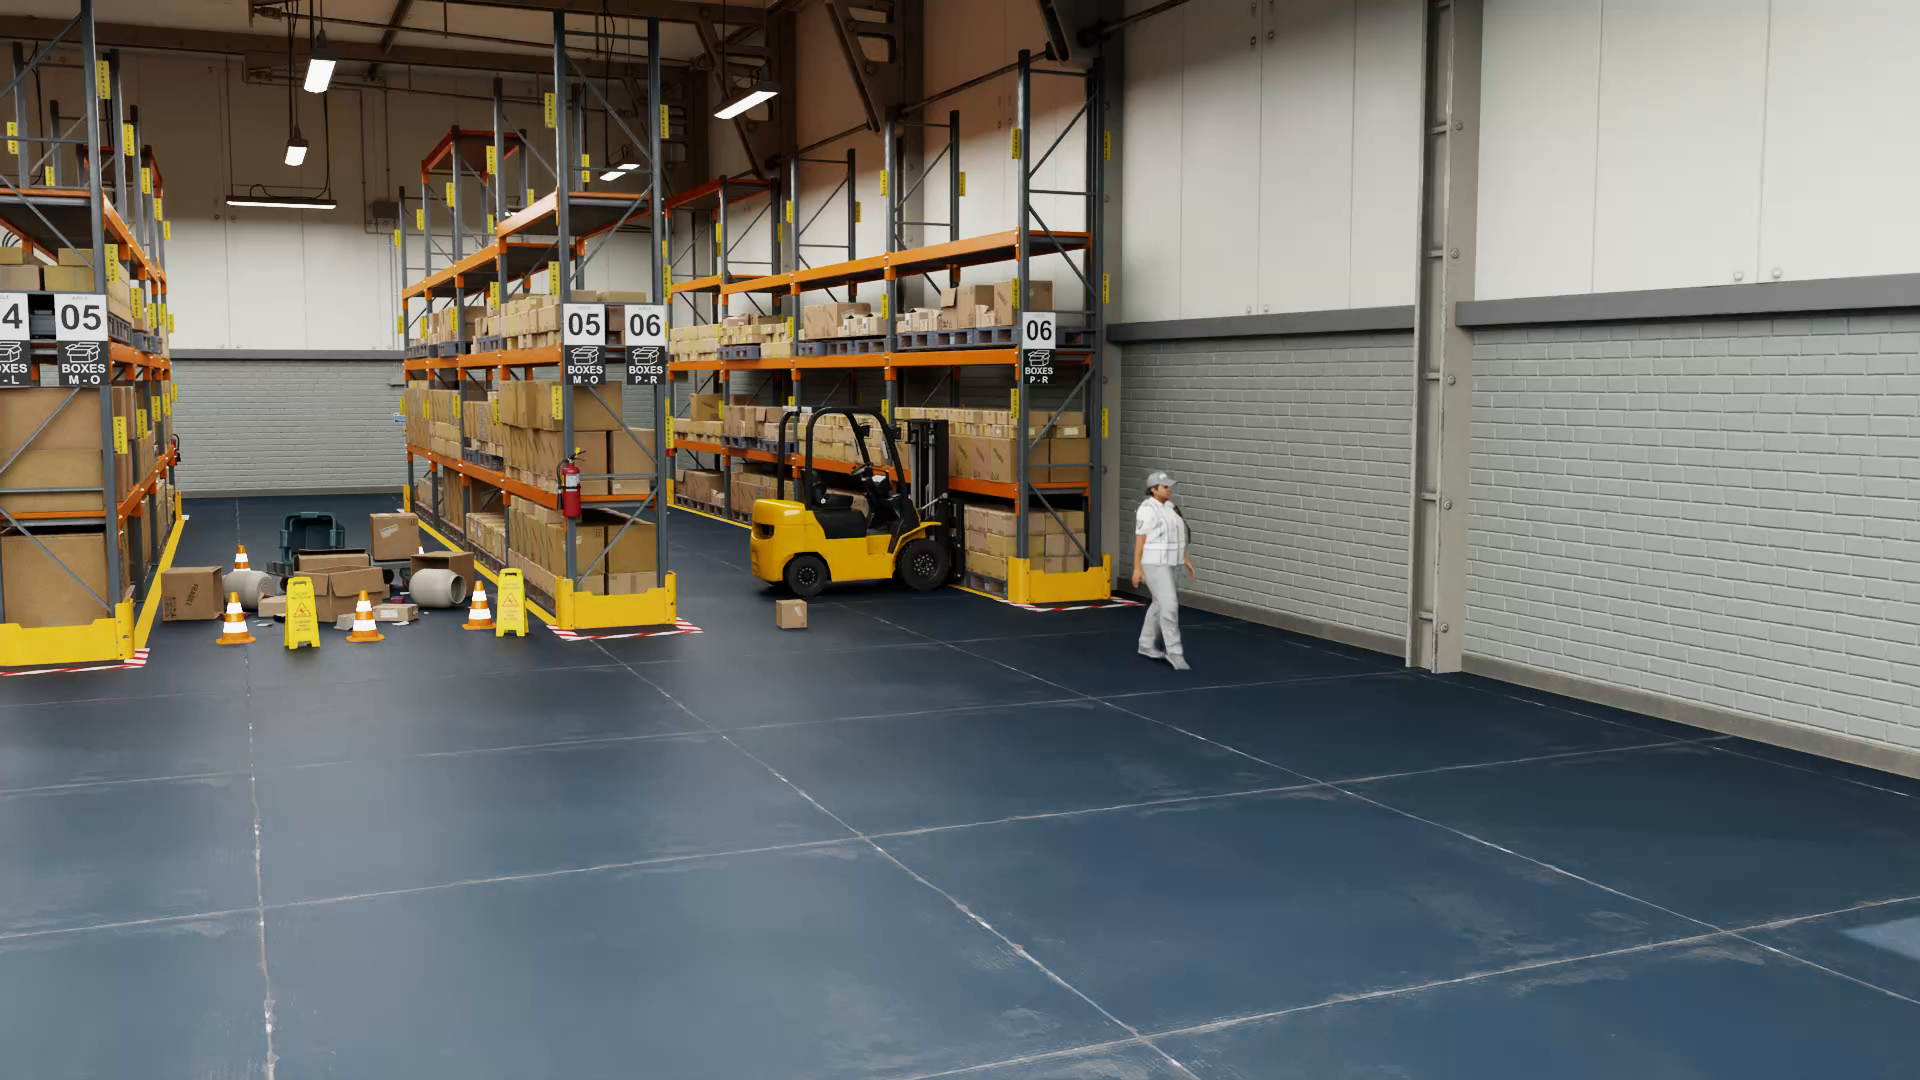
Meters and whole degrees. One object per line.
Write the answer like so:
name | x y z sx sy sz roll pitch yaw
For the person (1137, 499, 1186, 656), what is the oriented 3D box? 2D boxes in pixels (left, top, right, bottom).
person | 1.766 0.311 14.444 0.585 1.332 0.428 5 7 41
